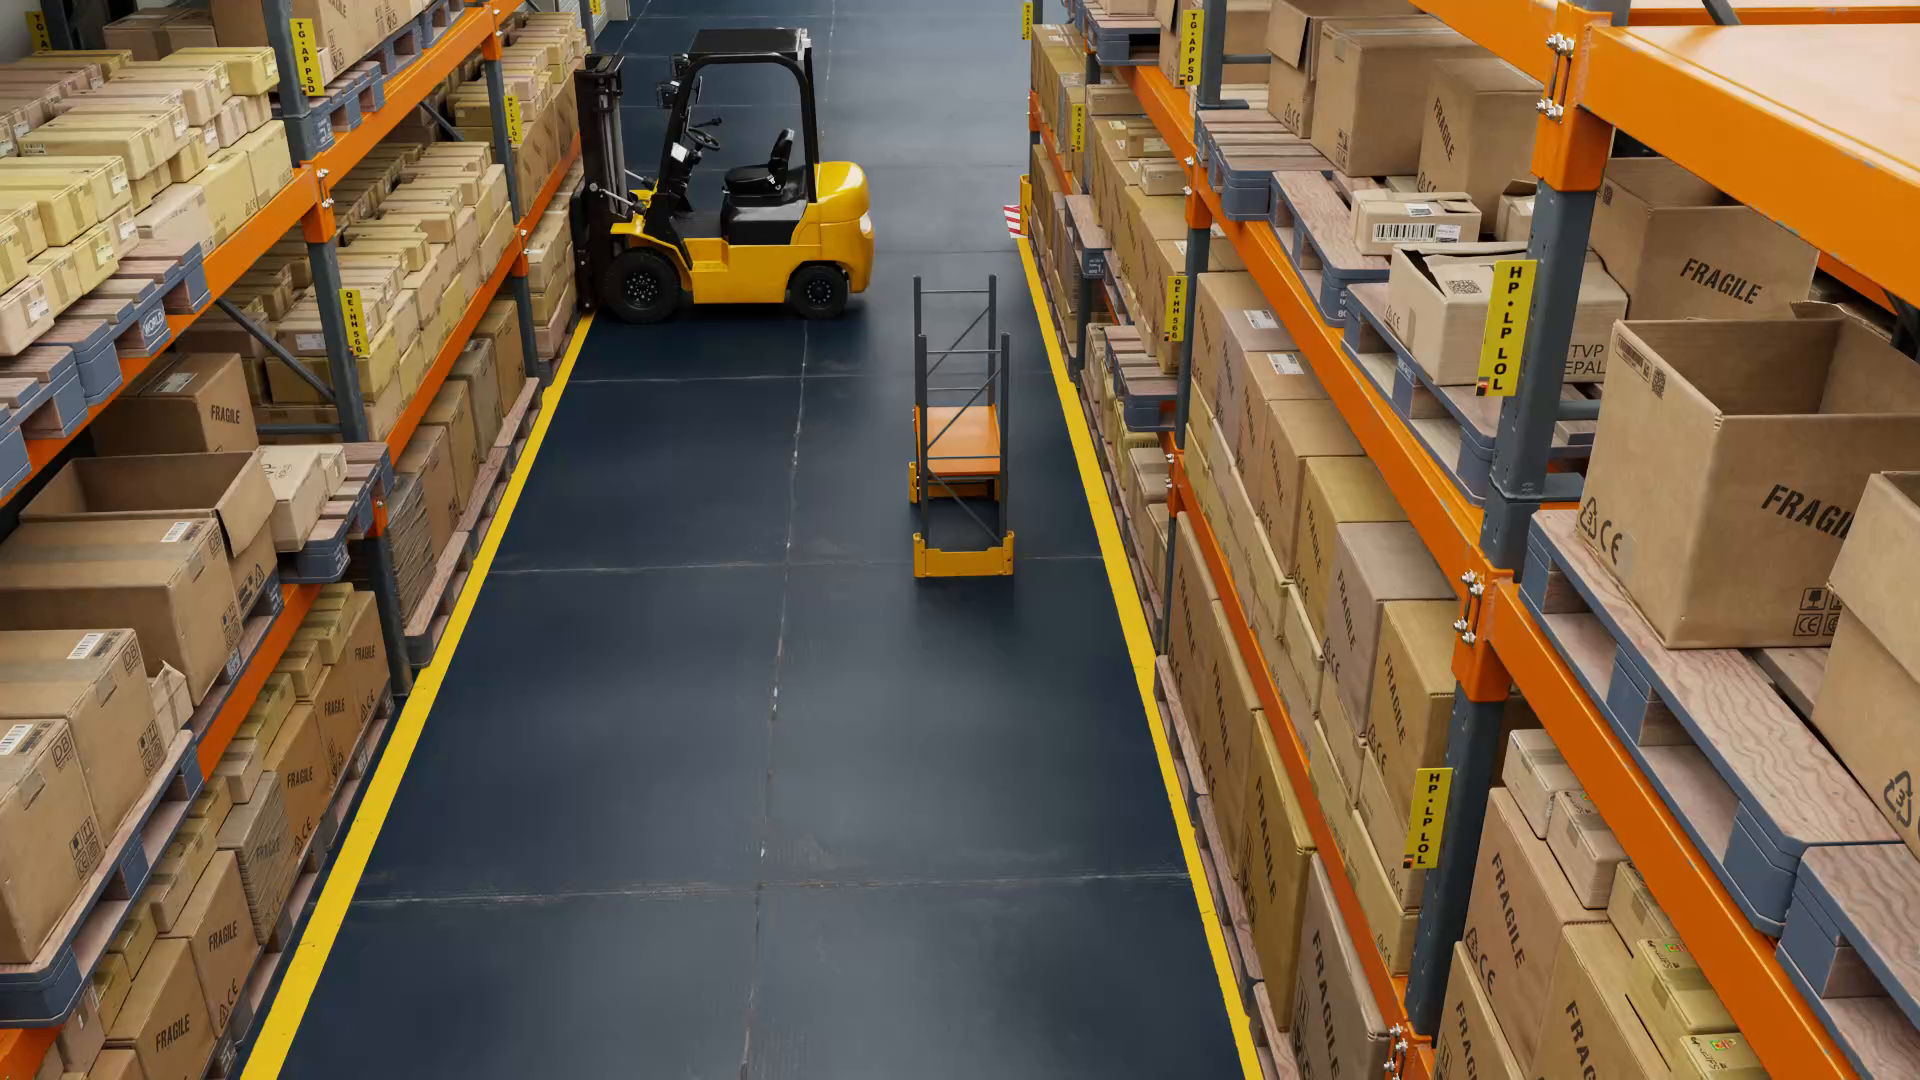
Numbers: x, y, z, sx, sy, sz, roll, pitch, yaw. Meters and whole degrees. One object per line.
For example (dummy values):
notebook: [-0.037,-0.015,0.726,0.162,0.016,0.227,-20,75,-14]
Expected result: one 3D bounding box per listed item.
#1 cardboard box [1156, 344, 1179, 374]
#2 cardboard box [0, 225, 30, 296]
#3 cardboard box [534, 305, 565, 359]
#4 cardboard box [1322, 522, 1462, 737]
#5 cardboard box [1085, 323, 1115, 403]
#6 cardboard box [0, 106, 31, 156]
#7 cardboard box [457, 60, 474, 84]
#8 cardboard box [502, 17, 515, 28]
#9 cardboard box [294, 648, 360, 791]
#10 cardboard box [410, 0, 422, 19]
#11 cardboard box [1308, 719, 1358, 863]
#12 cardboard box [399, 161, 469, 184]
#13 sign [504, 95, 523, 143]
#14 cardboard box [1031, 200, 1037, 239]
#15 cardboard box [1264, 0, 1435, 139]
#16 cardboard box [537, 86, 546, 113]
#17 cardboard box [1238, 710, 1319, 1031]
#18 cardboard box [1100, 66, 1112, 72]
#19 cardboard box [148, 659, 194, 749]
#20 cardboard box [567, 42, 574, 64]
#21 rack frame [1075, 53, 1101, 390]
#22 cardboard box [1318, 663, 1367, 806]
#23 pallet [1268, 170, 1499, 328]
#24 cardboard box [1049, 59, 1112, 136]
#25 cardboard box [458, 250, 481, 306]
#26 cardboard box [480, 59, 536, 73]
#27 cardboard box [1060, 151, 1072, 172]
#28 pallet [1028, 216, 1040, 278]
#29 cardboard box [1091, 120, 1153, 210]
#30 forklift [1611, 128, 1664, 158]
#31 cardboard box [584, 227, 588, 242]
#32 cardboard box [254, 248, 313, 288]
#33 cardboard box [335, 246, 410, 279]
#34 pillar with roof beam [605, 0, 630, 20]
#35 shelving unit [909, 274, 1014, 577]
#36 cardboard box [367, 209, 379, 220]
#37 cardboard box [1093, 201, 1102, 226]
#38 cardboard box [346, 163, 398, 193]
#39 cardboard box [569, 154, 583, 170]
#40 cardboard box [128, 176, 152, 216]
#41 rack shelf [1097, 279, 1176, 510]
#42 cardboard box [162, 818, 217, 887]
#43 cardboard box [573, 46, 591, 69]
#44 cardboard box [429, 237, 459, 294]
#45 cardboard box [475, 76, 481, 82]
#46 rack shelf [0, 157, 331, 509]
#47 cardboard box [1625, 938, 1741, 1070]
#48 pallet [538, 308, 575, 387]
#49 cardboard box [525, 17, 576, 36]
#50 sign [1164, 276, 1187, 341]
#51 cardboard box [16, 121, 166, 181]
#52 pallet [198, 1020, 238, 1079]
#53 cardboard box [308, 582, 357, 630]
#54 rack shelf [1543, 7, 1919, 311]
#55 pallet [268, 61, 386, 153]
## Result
cardboard box: [1.238,-0.987,8.717,0.380,0.149,0.250,-1,28,-2]
cardboard box: [-2.845,-0.763,4.614,0.380,0.149,0.250,-2,28,-3]
cardboard box: [-3.284,-1.569,12.534,0.500,0.250,0.500,-1,28,-2]
cardboard box: [1.477,0.276,5.288,0.500,0.500,0.500,-1,28,-2]
cardboard box: [1.398,-1.271,11.831,0.950,0.372,0.625,-1,28,-2]
cardboard box: [-3.574,-1.448,5.949,0.380,0.149,0.250,-1,28,-3]
cardboard box: [-3.942,-3.567,12.714,0.380,0.149,0.250,-2,28,-3]
cardboard box: [-4.042,-4.397,14.306,0.380,0.149,0.250,0,28,-1]
cardboard box: [-3.128,0.820,7.683,0.500,0.500,0.500,-2,28,-3]
cardboard box: [-3.188,-2.963,9.153,0.380,0.149,0.250,-2,28,-3]
cardboard box: [1.485,0.833,5.572,0.500,0.250,0.500,-2,28,-3]
cardboard box: [-3.358,-2.317,10.639,0.380,0.149,0.250,-1,28,-3]
sign: [-3.048,-2.866,11.336,0.100,0.325,0.005,-1,28,-3]
cardboard box: [0.925,-2.927,15.138,0.500,0.250,0.500,-2,28,-3]
cardboard box: [1.747,-2.036,7.101,0.797,0.503,0.637,-3,28,-6]
cardboard box: [-3.350,-3.332,12.586,0.380,0.149,0.250,-2,28,-3]
cardboard box: [1.618,1.257,6.440,0.875,0.875,0.875,-1,28,-1]
cardboard box: [1.439,-4.028,13.218,0.700,0.500,0.500,-2,28,-3]
cardboard box: [-2.861,0.546,5.650,0.396,0.266,0.258,0,28,0]
cardboard box: [-3.505,-4.158,14.169,0.380,0.149,0.250,-1,28,-2]
rack frame: [1.368,-2.492,11.785,1.000,3.000,0.127,-1,28,-3]
cardboard box: [1.486,0.619,5.441,0.500,0.250,0.500,-1,28,-1]
pallet: [1.725,-1.079,6.035,1.003,0.211,1.213,0,28,0]
cardboard box: [0.999,-3.581,13.443,0.500,0.500,0.500,-2,28,-4]
cardboard box: [-3.274,-1.616,10.266,0.500,0.250,0.500,-1,28,-2]
cardboard box: [-3.456,-3.582,12.742,0.380,0.149,0.250,-1,28,-3]
cardboard box: [0.990,-2.991,13.013,0.380,0.149,0.250,-2,28,-3]
pallet: [1.170,-2.692,15.183,1.003,0.211,1.213,-1,28,-3]
cardboard box: [1.133,-2.400,10.724,0.500,0.500,0.500,-1,28,-2]
forklift: [3.991,-1.433,9.829,1.130,2.935,3.031,3,28,5]
cardboard box: [-3.374,-2.488,13.756,0.500,0.250,0.500,-1,28,-3]
cardboard box: [-3.696,-1.474,9.023,0.380,0.149,0.250,-2,28,-3]
cardboard box: [-3.226,-1.487,9.047,0.380,0.149,0.250,-1,28,-2]
pillar with roof beam: [-0.989,-12.180,23.872,9.100,9.000,0.400,-1,28,-3]
shelving unit: [-0.004,-0.700,9.971,0.587,1.500,1.083,-1,28,-3]
cardboard box: [-3.787,-1.816,10.109,0.500,0.250,0.500,-2,28,-4]
cardboard box: [1.085,-2.189,11.020,0.380,0.149,0.250,-1,28,-2]
cardboard box: [-3.811,-2.294,10.596,0.380,0.149,0.250,-1,28,-3]
cardboard box: [-3.430,-3.187,14.556,0.500,0.250,0.500,-1,28,-2]
cardboard box: [-3.080,-1.211,5.815,0.380,0.149,0.250,-1,28,-1]
rack shelf: [1.472,-1.250,10.180,1.077,0.370,4.000,-1,28,-3]
cardboard box: [-3.055,1.185,6.282,0.380,0.149,0.250,0,28,-1]
cardboard box: [-3.510,-4.041,14.646,0.500,0.500,0.500,-2,28,-4]
cardboard box: [-3.245,-1.598,9.692,0.500,0.250,0.500,-1,28,-2]
cardboard box: [-3.943,-3.556,13.016,0.380,0.149,0.250,-2,28,-4]
rack shelf: [-3.276,-0.611,5.711,1.077,0.370,4.000,-1,28,-3]
cardboard box: [1.579,0.930,3.332,0.380,0.149,0.250,-2,28,-3]
pallet: [-3.589,-1.502,12.902,1.003,0.211,1.213,-1,28,-3]
cardboard box: [-3.525,-4.408,14.327,0.380,0.149,0.250,-1,28,-3]
sign: [1.035,-1.106,7.960,0.100,0.325,0.005,-1,28,-3]
cardboard box: [-2.999,-1.345,5.750,0.380,0.149,0.250,-1,28,-2]
pallet: [-3.251,2.186,5.831,1.003,0.211,1.213,-1,28,-3]
cardboard box: [-3.101,0.333,7.915,0.380,0.149,0.250,-3,28,-5]
rack shelf: [1.890,-0.038,1.802,1.077,0.370,4.000,-1,28,-3]
pallet: [-3.505,-2.081,7.956,1.213,0.211,1.003,0,28,0]
